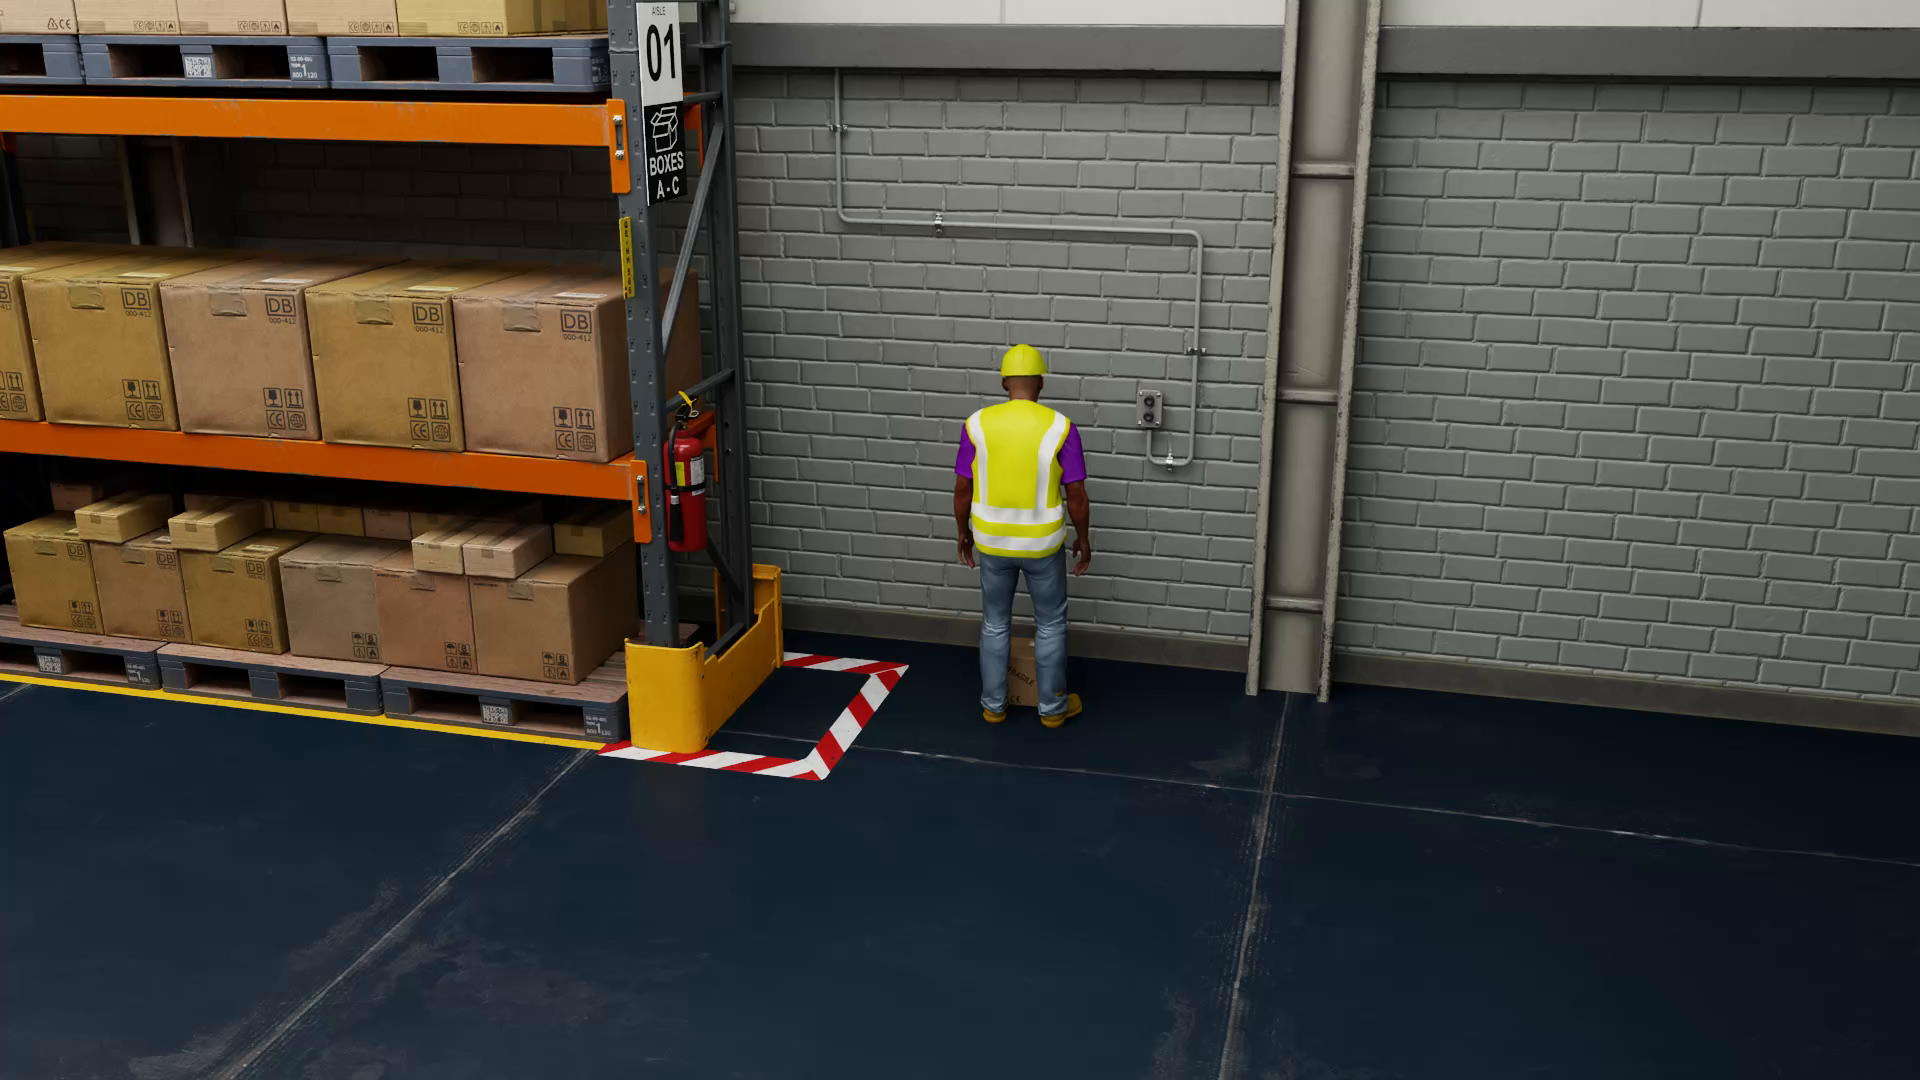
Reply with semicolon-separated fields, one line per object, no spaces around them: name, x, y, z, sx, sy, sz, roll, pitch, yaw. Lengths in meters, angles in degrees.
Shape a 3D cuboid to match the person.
person;0.287;-0.011;7.562;0.626;1.760;0.461;5;19;14
